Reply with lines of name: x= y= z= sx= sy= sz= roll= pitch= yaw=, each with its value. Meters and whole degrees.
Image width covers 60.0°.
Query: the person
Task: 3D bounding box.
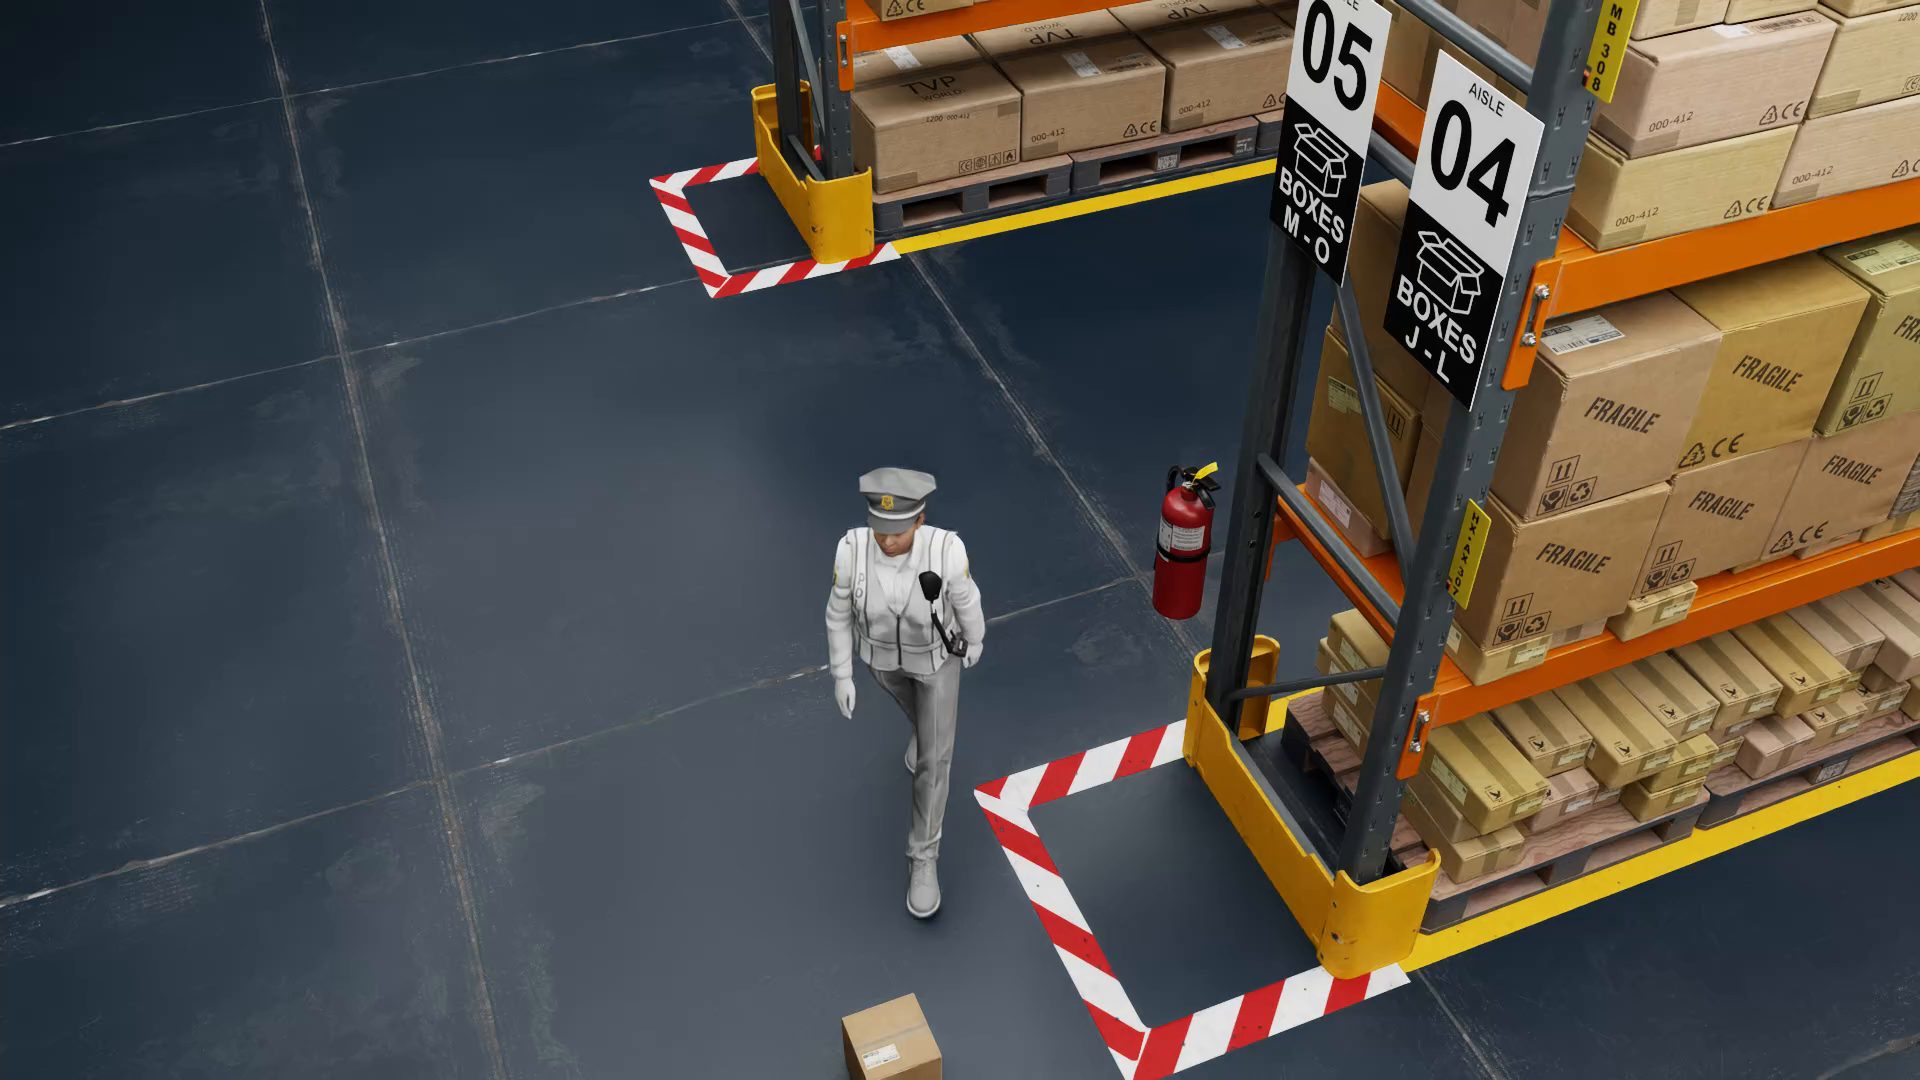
person: x=-0.202 y=0.423 z=5.660 sx=0.513 sy=1.629 sz=0.945 roll=8 pitch=43 yaw=8
